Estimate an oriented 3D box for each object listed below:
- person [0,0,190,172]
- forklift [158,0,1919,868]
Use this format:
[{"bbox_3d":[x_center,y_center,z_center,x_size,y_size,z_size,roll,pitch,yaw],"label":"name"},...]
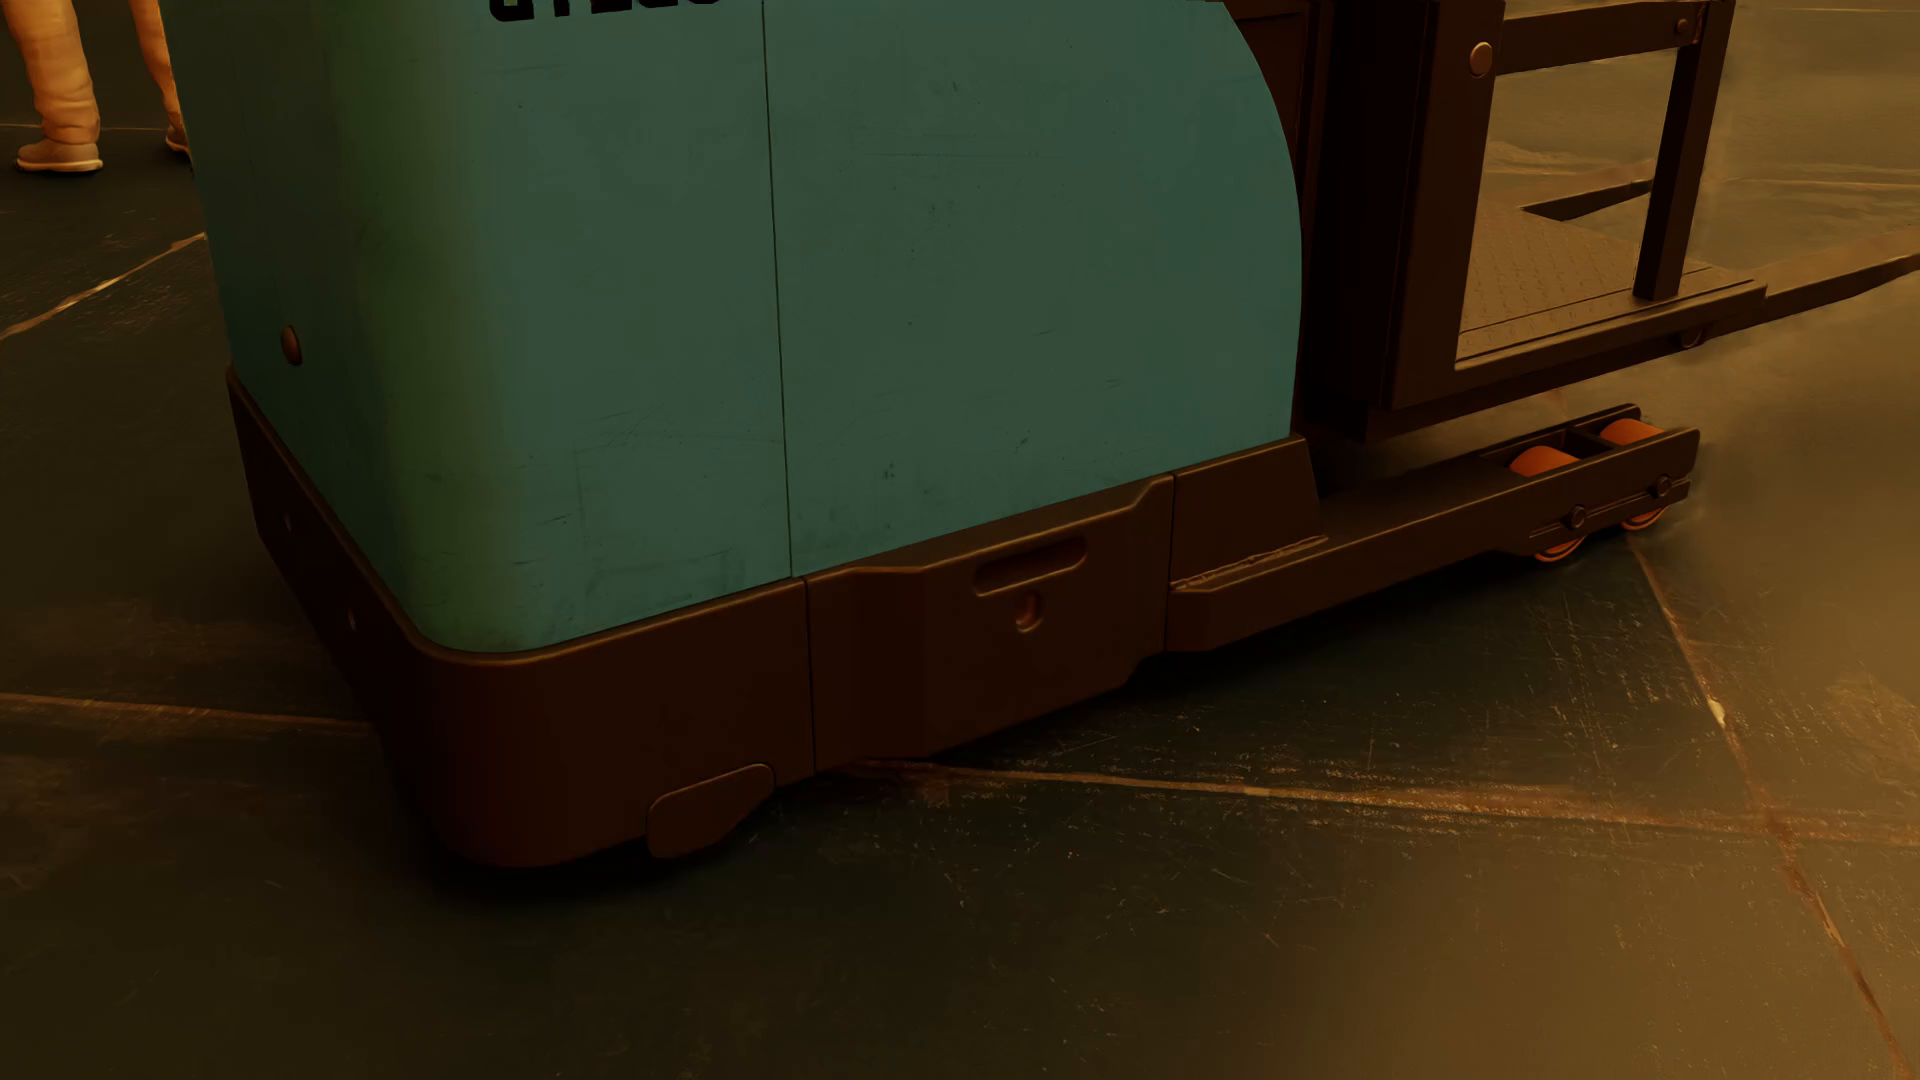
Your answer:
[{"bbox_3d":[-2.288,-1.818,4.225,0.594,1.736,0.427,-23,34,-38],"label":"person"},{"bbox_3d":[0.511,-1.461,2.145,3.031,2.935,1.130,-16,31,-29],"label":"forklift"}]
